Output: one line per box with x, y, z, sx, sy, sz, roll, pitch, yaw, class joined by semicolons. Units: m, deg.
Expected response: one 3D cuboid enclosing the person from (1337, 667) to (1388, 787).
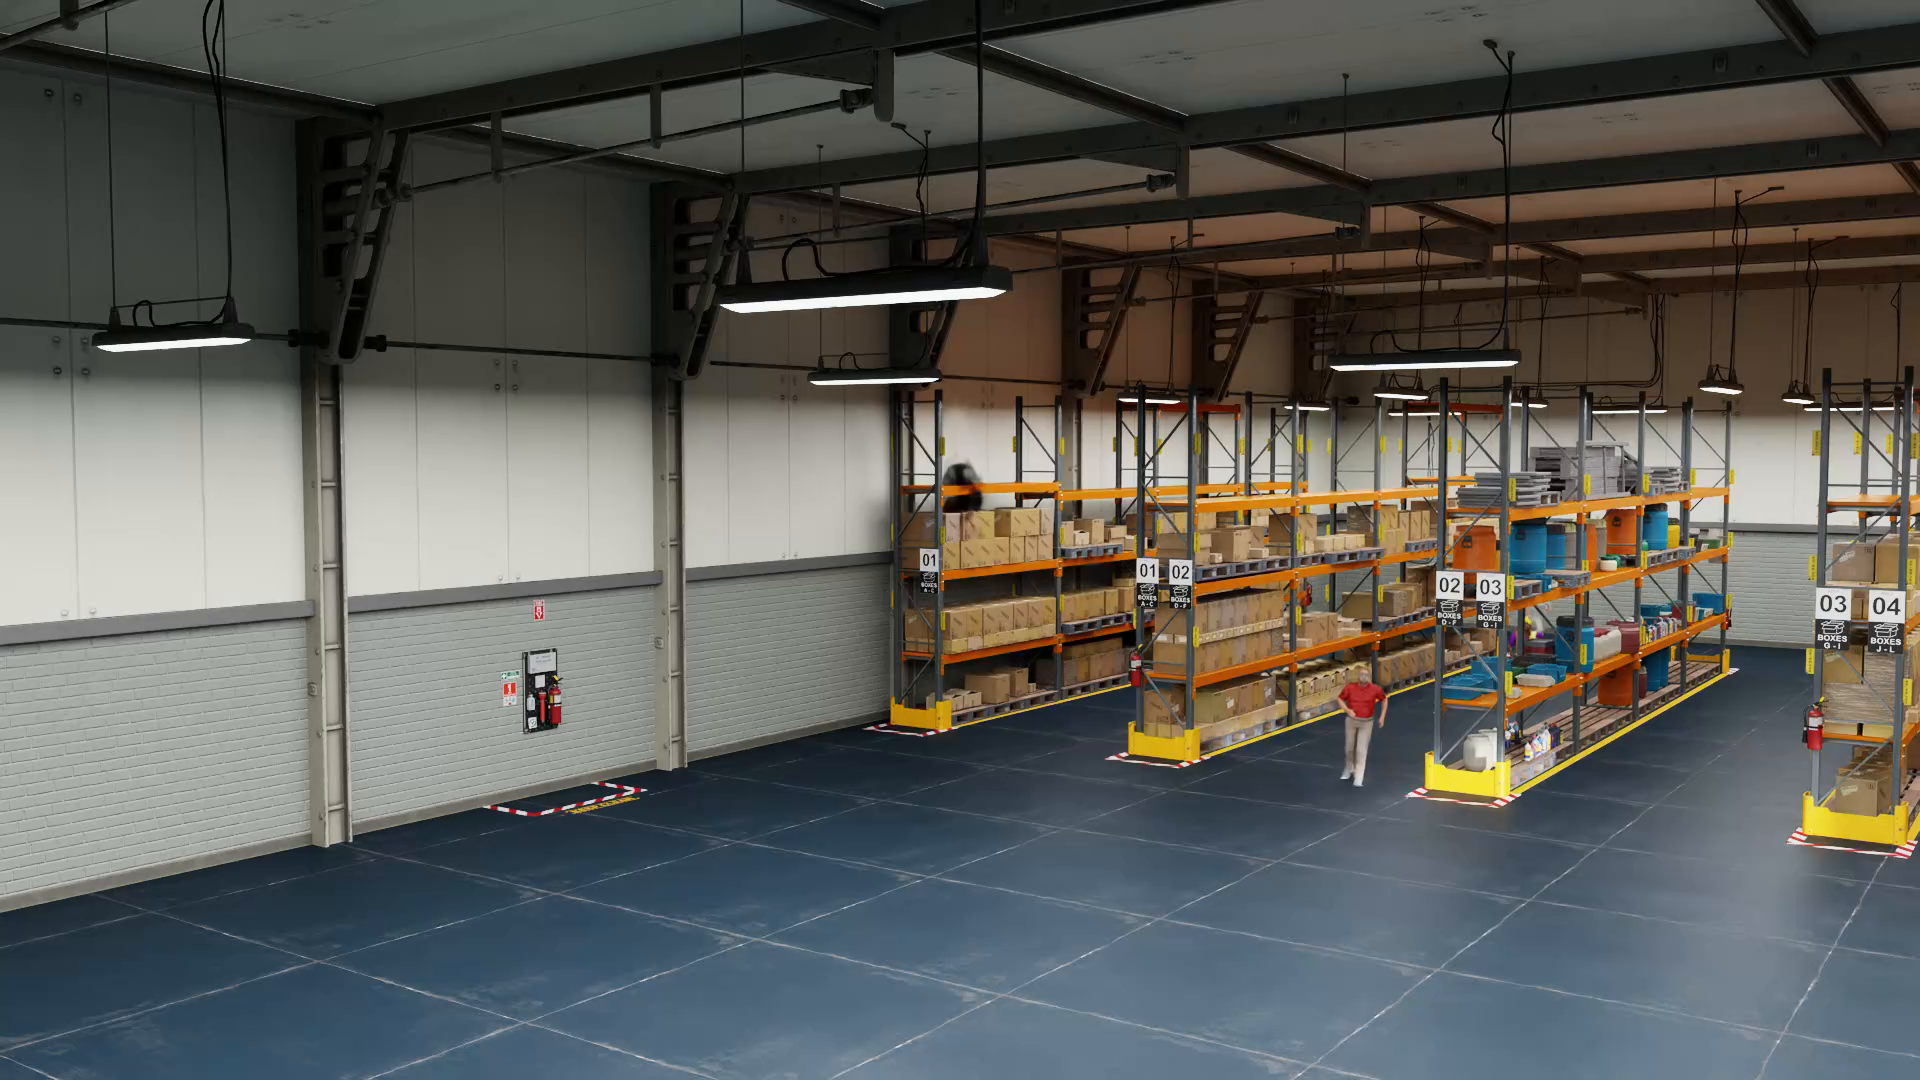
5.960;2.785;24.677;0.724;1.809;0.714;1;3;20;person

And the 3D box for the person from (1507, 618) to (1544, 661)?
10.830;2.351;31.834;0.727;1.750;0.821;2;4;30;person

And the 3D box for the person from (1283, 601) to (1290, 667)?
7.086;2.156;35.612;0.562;1.708;0.728;2;4;30;person

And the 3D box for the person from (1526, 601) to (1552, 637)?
13.972;1.925;40.106;0.596;1.674;0.911;-1;3;-9;person
